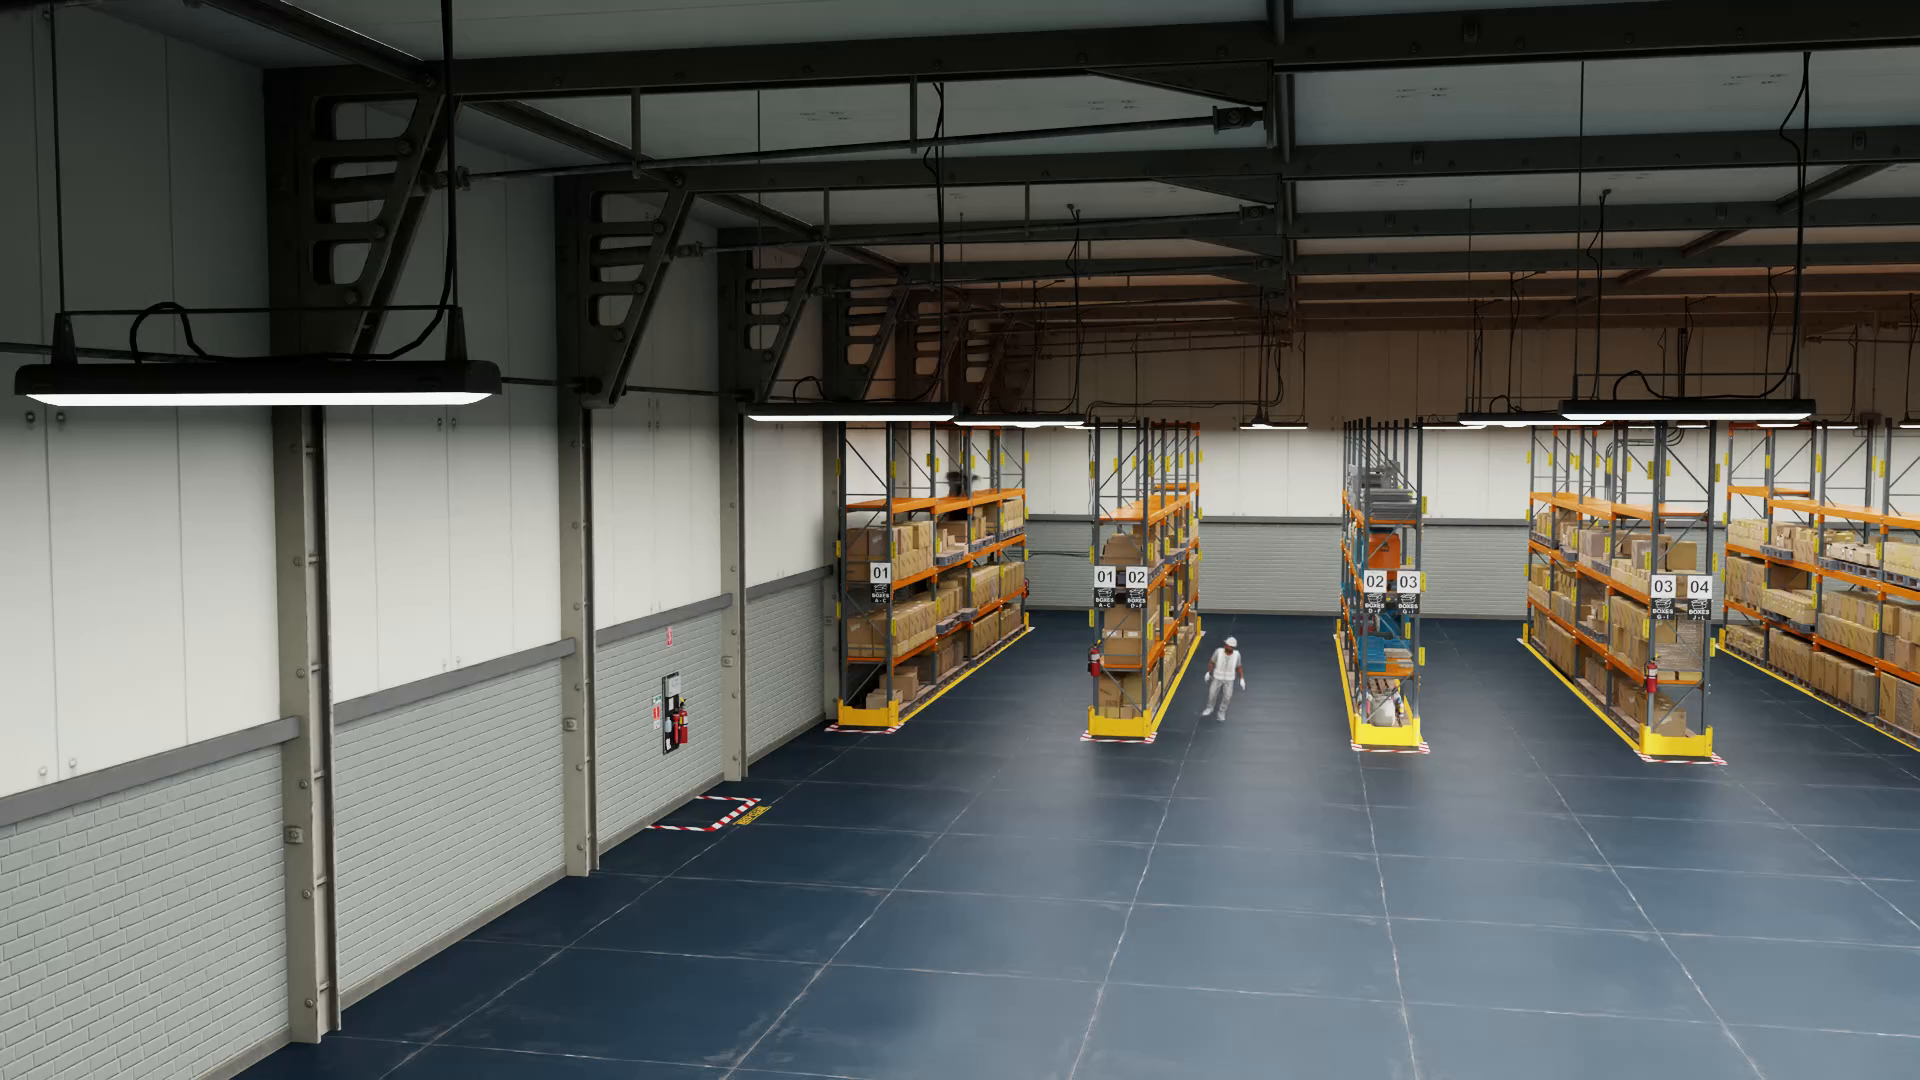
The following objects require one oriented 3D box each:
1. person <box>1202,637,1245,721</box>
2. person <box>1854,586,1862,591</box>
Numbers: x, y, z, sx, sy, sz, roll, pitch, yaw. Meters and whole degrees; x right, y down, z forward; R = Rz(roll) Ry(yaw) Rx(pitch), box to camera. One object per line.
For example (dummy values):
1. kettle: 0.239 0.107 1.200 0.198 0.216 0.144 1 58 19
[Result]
1. person: 5.203 2.733 32.790 0.808 1.696 0.690 0 4 3
2. person: 24.310 2.020 44.922 0.727 1.568 0.538 0 4 1
